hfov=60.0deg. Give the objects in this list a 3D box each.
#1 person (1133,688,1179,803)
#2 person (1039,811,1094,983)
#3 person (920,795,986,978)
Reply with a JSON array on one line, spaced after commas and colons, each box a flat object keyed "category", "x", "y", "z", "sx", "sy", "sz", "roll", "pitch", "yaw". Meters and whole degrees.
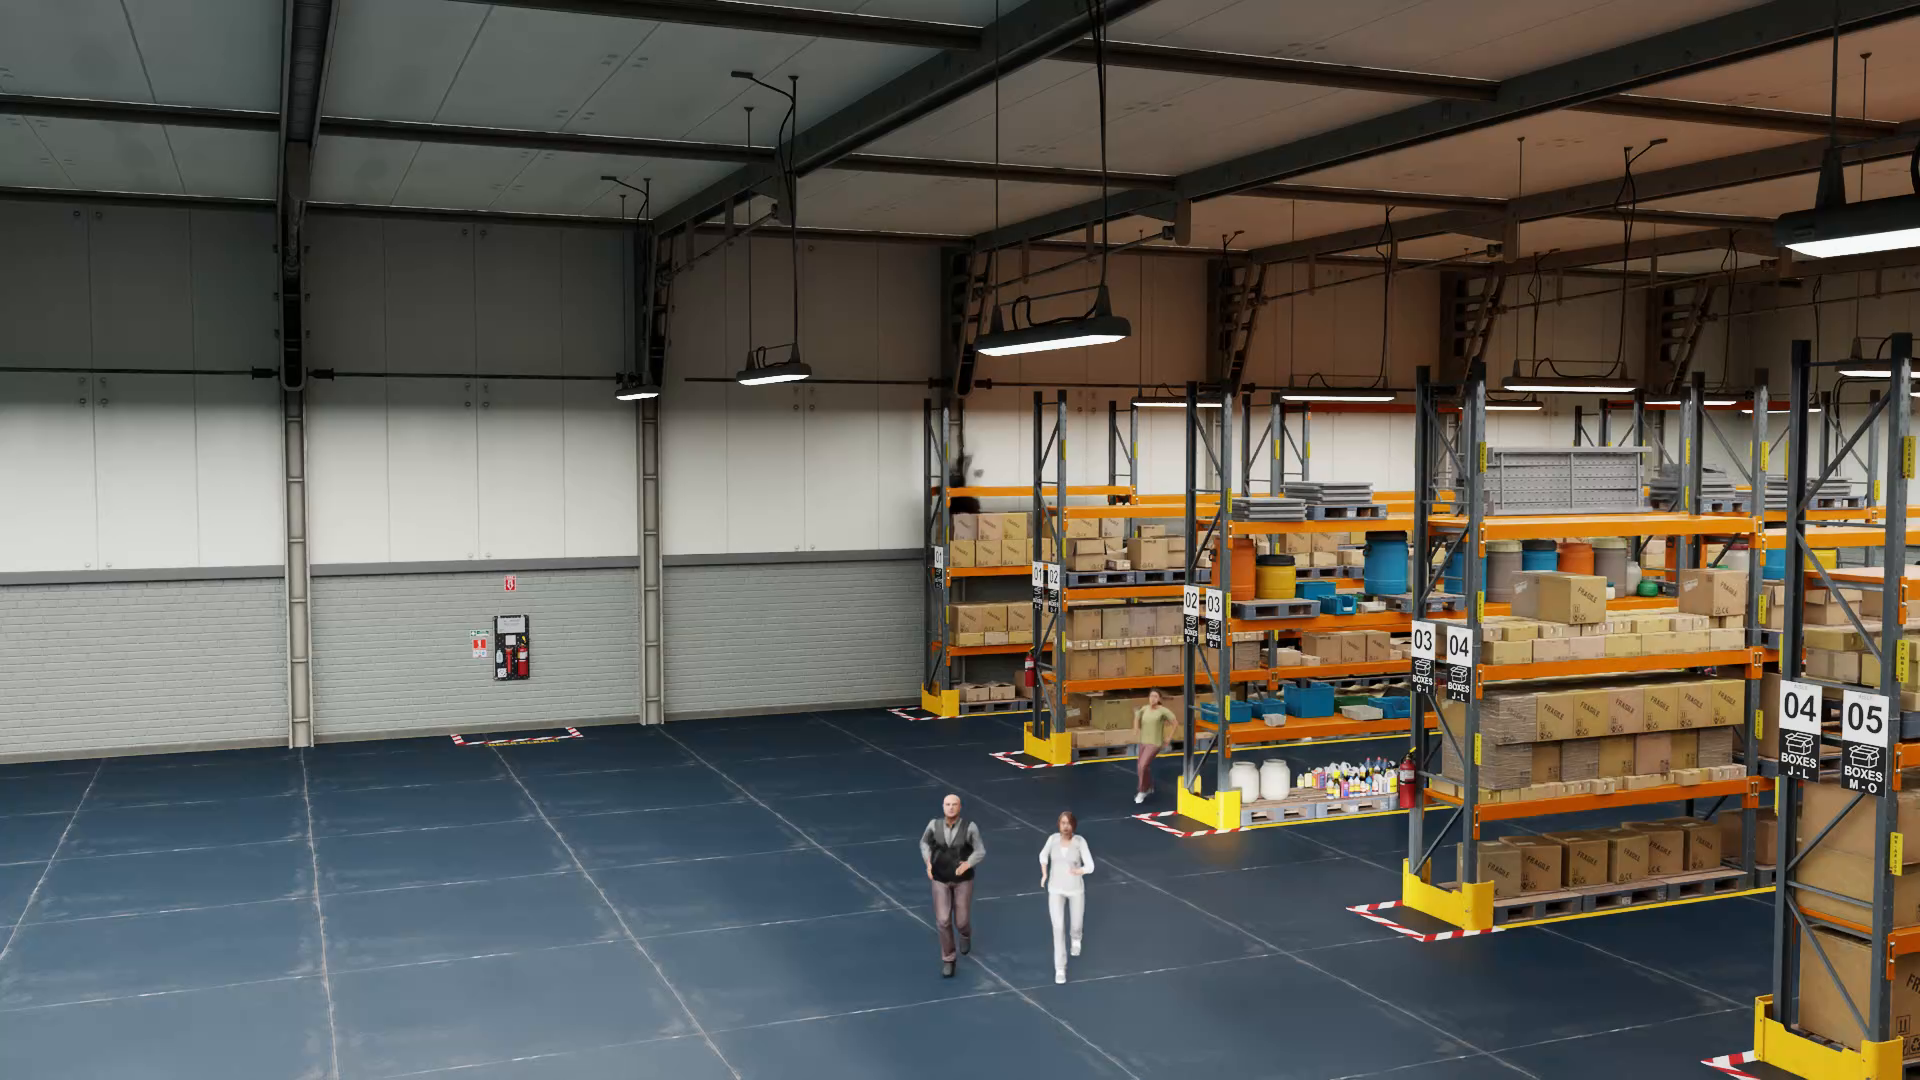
[{"category": "person", "x": 2.757, "y": 2.944, "z": 23.868, "sx": 0.637, "sy": 1.660, "sz": 0.666, "roll": 3, "pitch": 4, "yaw": 41}, {"category": "person", "x": 1.027, "y": 3.410, "z": 16.130, "sx": 0.545, "sy": 1.575, "sz": 0.864, "roll": 0, "pitch": 3, "yaw": 8}, {"category": "person", "x": -0.078, "y": 3.348, "z": 16.334, "sx": 0.669, "sy": 1.716, "sz": 0.767, "roll": 0, "pitch": 3, "yaw": 6}]
